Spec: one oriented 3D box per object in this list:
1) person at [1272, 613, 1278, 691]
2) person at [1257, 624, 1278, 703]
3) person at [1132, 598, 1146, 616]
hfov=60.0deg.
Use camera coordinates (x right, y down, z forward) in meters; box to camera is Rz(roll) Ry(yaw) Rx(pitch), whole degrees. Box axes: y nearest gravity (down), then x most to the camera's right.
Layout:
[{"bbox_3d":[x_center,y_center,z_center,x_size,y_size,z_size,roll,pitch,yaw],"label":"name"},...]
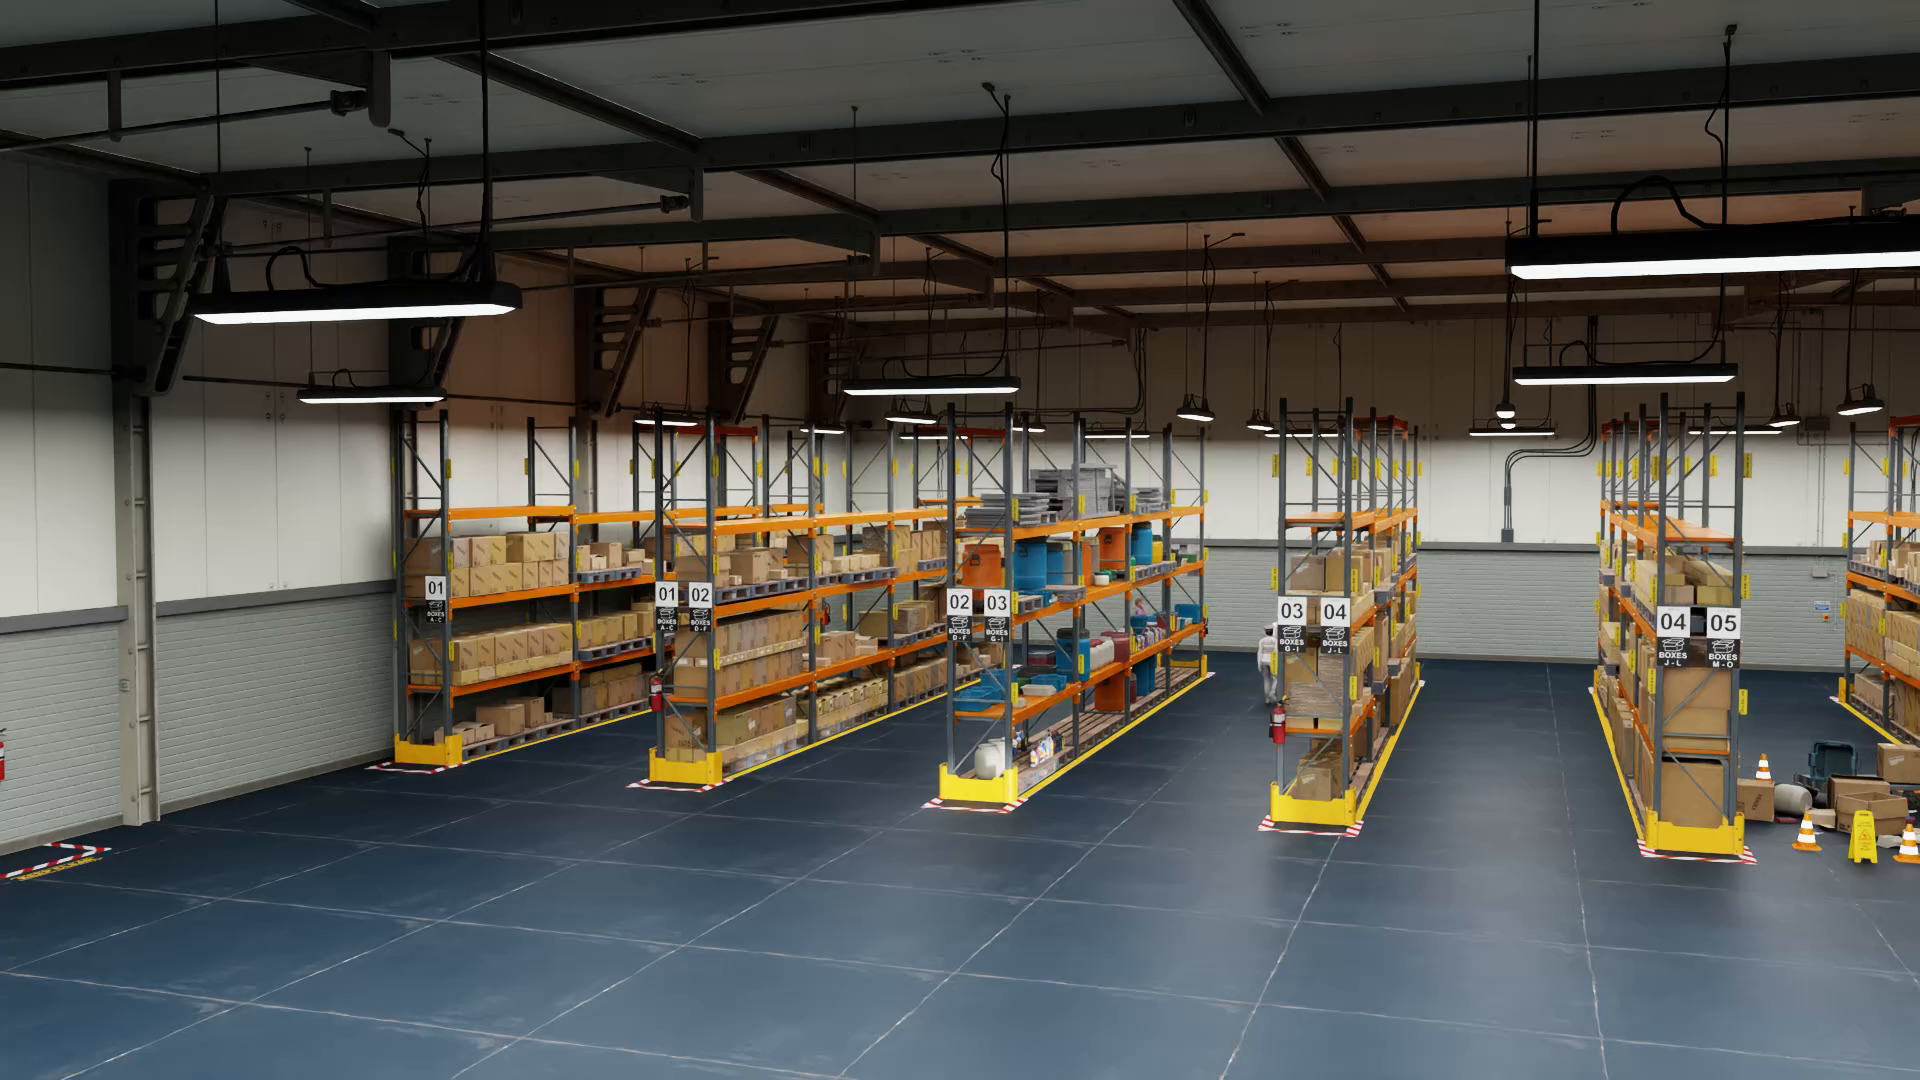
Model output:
[{"bbox_3d":[7.273,2.513,37.671,0.613,1.834,0.547,1,3,25],"label":"person"},{"bbox_3d":[6.584,2.649,35.430,0.520,1.675,0.479,1,3,25],"label":"person"},{"bbox_3d":[4.885,2.319,45.162,0.962,1.472,0.399,2,3,45],"label":"person"}]
